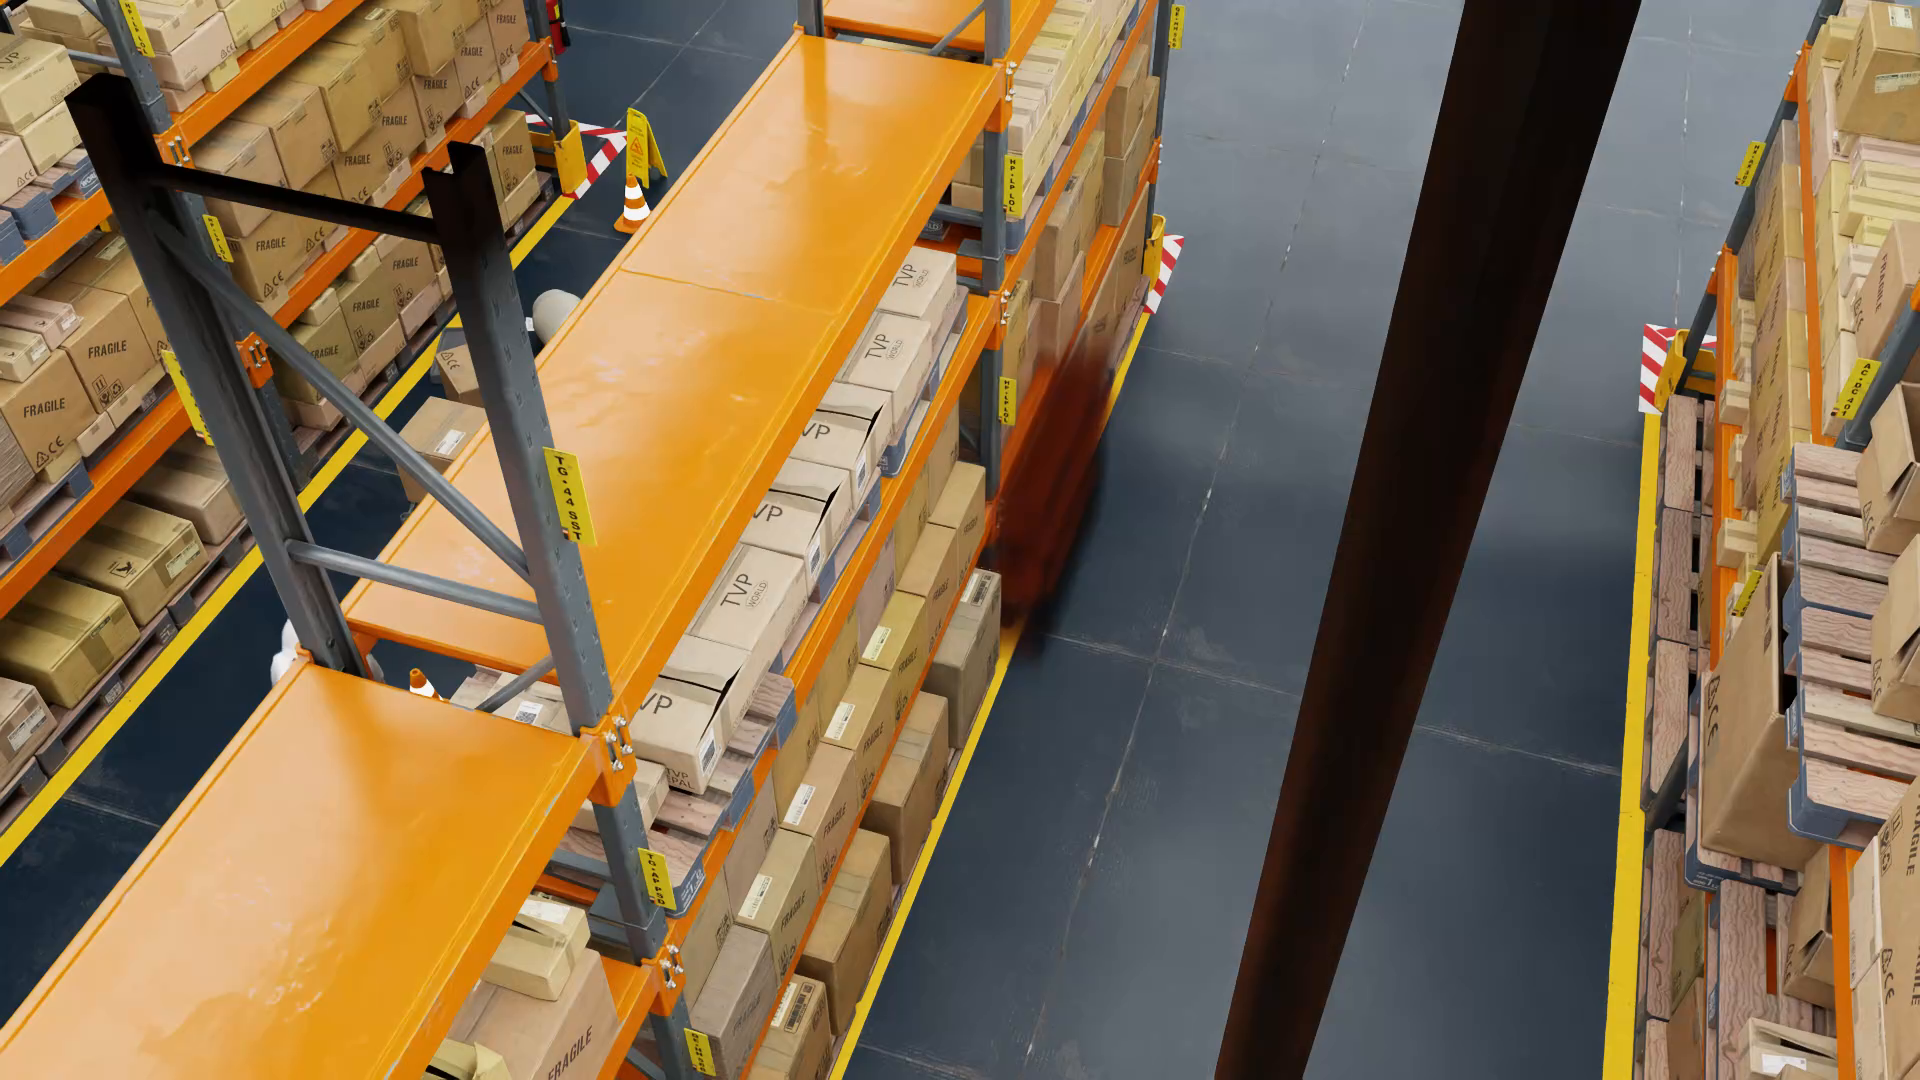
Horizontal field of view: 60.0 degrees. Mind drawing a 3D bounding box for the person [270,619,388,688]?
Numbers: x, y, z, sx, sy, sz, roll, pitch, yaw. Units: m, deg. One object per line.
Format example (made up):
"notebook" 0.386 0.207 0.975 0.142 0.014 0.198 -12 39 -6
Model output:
"person" -3.284 1.007 8.905 0.609 1.786 0.463 -6 46 -6
